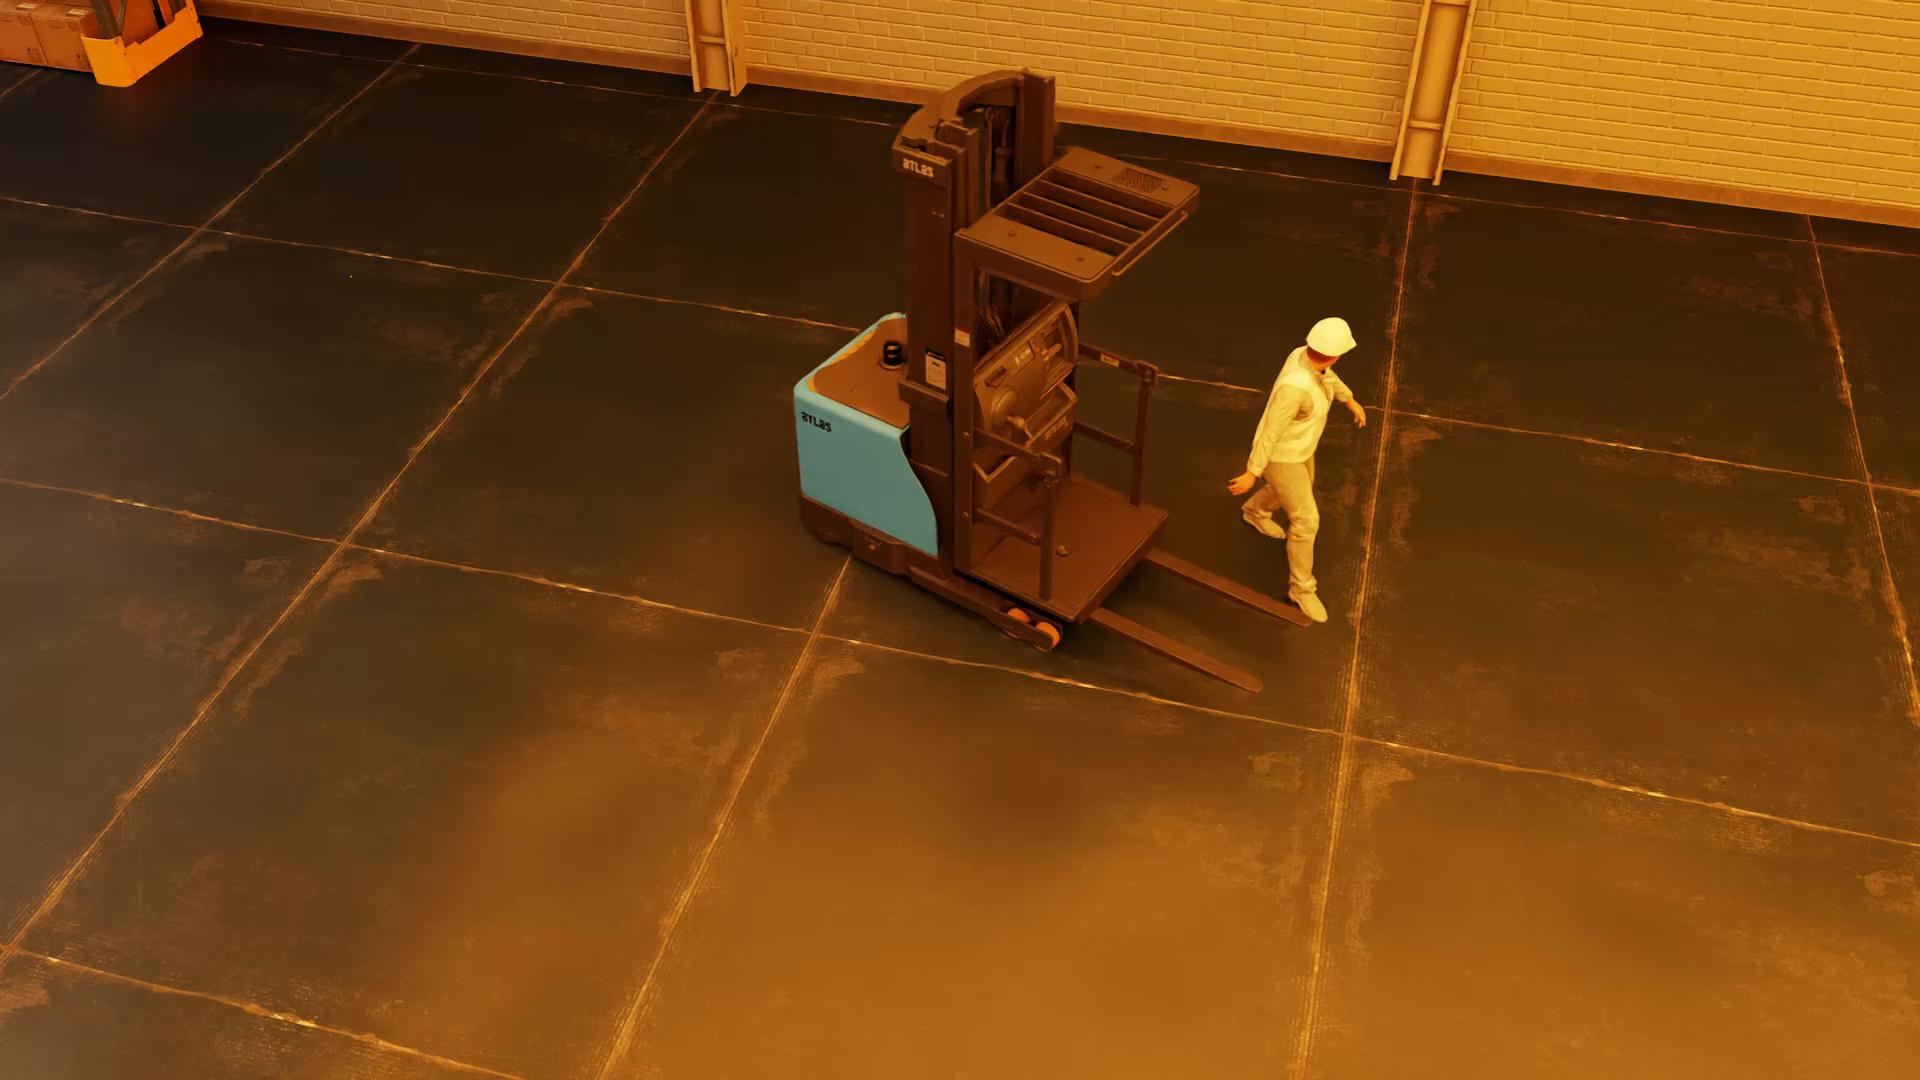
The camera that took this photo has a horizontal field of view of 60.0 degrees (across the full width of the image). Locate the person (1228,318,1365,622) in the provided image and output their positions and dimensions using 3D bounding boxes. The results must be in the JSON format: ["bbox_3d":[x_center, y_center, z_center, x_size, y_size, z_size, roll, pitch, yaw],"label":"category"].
[{"bbox_3d":[1.945,-0.497,9.400,0.717,1.716,0.876,16,44,18],"label":"person"}]

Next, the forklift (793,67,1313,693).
[{"bbox_3d":[0.530,-0.876,8.861,3.031,2.935,1.130,25,47,25],"label":"forklift"}]
